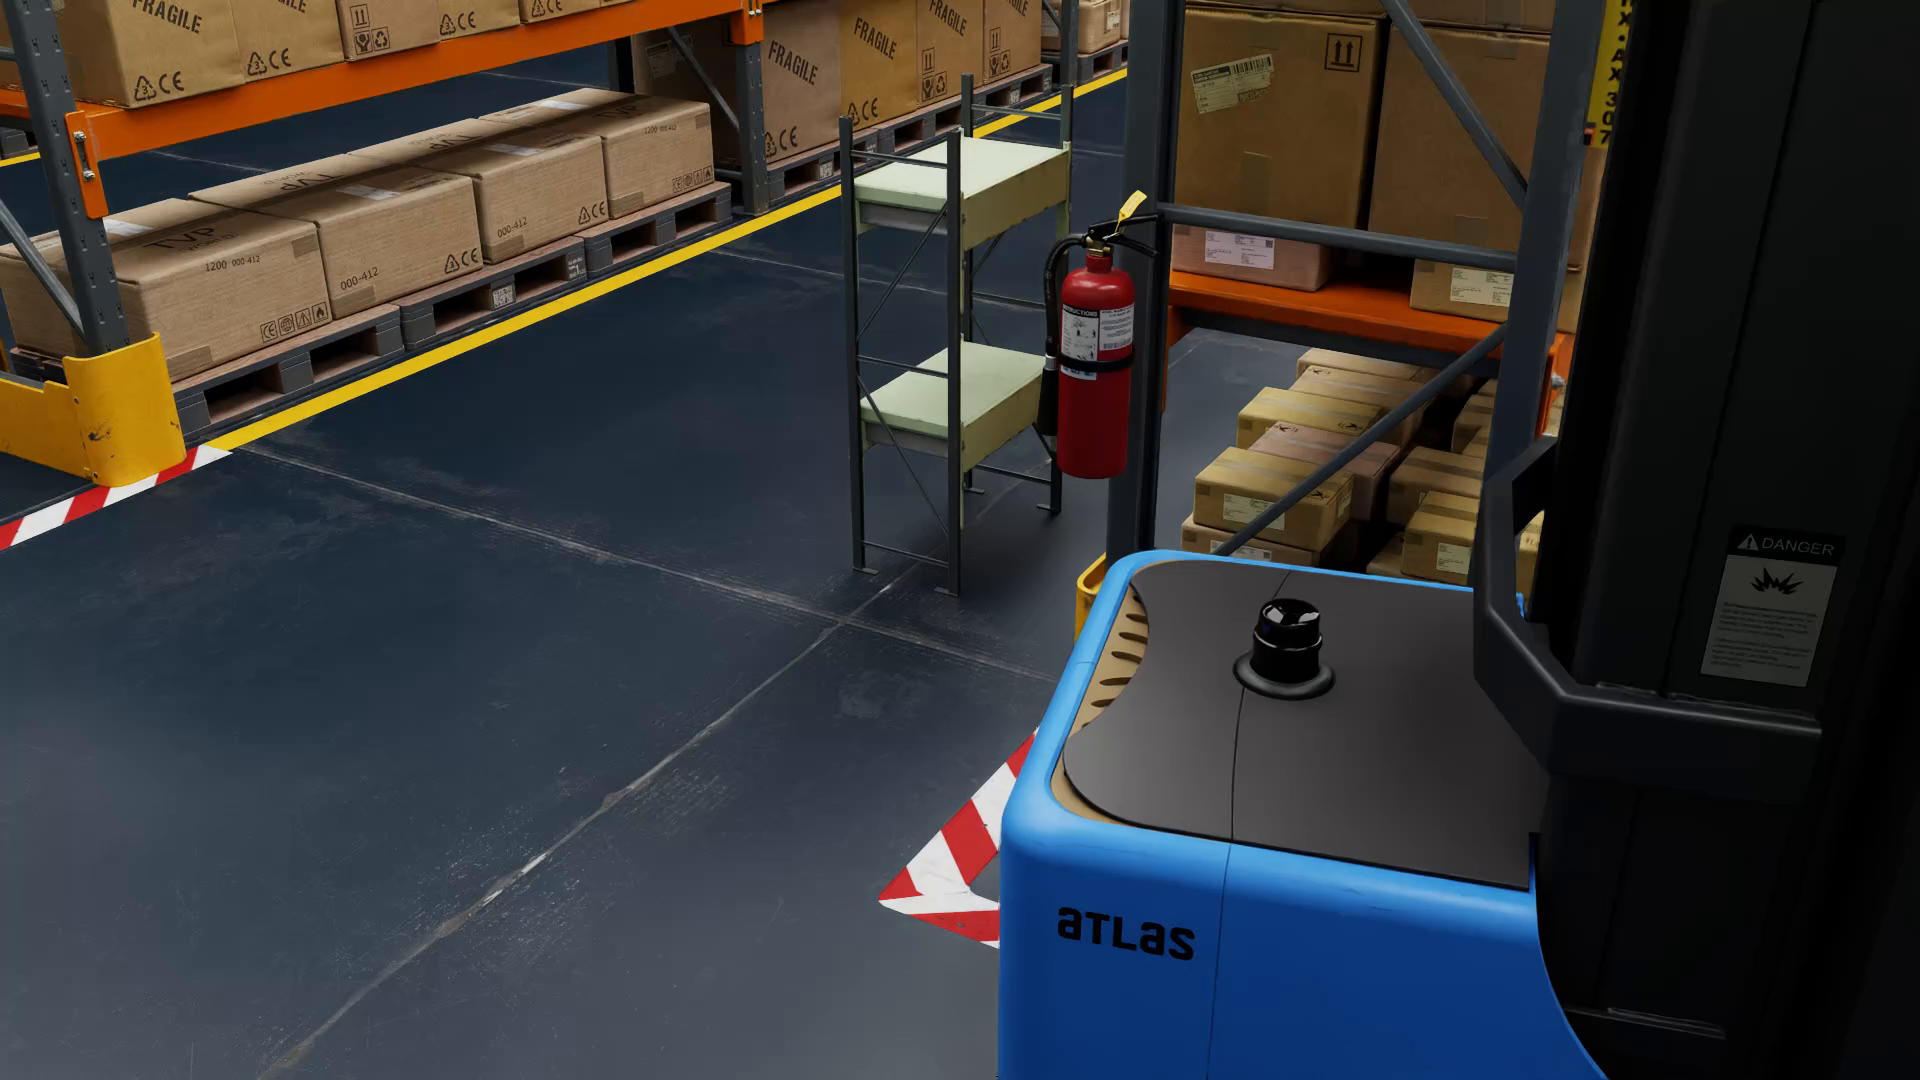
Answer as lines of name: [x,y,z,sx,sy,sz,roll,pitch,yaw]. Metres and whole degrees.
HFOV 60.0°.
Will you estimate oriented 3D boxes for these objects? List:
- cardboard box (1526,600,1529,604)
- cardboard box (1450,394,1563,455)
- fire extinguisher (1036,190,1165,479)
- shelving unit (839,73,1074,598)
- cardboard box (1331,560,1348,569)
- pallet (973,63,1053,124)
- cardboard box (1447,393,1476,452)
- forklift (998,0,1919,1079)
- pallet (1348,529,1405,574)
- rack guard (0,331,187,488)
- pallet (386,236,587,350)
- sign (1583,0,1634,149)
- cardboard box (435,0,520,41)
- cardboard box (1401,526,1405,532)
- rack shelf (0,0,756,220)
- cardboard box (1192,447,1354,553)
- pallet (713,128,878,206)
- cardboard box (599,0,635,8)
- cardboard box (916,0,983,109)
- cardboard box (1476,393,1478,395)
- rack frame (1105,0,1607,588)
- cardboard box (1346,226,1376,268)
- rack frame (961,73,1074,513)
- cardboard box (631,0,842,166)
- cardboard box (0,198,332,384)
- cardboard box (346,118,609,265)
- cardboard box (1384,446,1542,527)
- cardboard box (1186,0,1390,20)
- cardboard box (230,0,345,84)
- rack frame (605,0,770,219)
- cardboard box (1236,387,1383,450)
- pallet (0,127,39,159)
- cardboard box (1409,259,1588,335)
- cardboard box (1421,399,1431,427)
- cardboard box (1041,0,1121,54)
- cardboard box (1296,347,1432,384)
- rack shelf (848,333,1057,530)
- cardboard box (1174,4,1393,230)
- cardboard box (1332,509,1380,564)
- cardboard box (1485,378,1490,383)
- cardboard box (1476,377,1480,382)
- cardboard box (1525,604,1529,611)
cardboard box: [1.507,0.035,4.713,0.380,0.149,0.250,14,30,26]
cardboard box: [1.712,-0.304,5.058,0.380,0.149,0.250,13,29,24]
fire extinguisher: [0.317,-0.479,3.860,0.296,0.674,0.183,14,30,26]
shelving unit: [0.003,-0.673,5.419,0.431,1.500,0.755,14,30,26]
cardboard box: [0.958,0.036,5.042,0.380,0.149,0.250,15,30,28]
pallet: [-0.035,-3.308,12.123,1.003,0.211,1.213,14,30,26]
cardboard box: [1.686,-0.444,6.002,0.380,0.149,0.250,15,30,28]
forklift: [1.625,0.041,2.394,3.031,2.935,1.130,7,27,14]
pallet: [1.310,0.231,5.052,1.003,0.211,1.213,14,30,26]
rack guard: [-3.529,-0.601,6.392,1.175,0.500,0.348,14,30,26]
pallet: [-2.591,-1.283,8.078,1.003,0.211,1.213,14,30,26]
sign: [1.315,-0.945,3.320,0.100,0.325,0.005,14,30,26]
cardboard box: [-2.309,-2.493,7.267,0.500,0.500,0.500,15,30,28]
cardboard box: [1.273,-0.147,5.408,0.380,0.149,0.250,15,30,27]
rack shelf: [-2.533,-2.186,7.569,1.077,0.370,4.000,14,30,26]
cardboard box: [0.882,-0.118,4.687,0.380,0.149,0.250,15,30,27]
pallet: [-1.235,-2.357,10.223,1.003,0.211,1.213,14,30,26]
cardboard box: [-1.803,-2.893,8.066,0.500,0.500,0.500,13,30,25]
cardboard box: [-0.436,-3.486,11.267,0.875,0.875,0.875,15,30,27]
cardboard box: [1.917,-0.395,5.572,0.380,0.149,0.250,16,31,29]
rack frame: [0.842,-0.677,3.752,1.000,3.000,0.127,14,30,26]
cardboard box: [0.912,-0.843,4.363,0.380,0.149,0.250,14,30,26]
rack frame: [0.183,-0.816,5.704,0.400,1.500,0.023,14,30,26]
cardboard box: [-1.314,-2.784,9.864,0.875,0.875,0.875,15,30,28]
cardboard box: [-3.279,-1.049,6.888,0.875,0.438,0.875,13,29,24]
cardboard box: [-2.391,-1.759,8.306,0.875,0.438,0.875,13,29,25]
cardboard box: [1.427,-0.120,4.689,0.380,0.149,0.250,15,30,27]
cardboard box: [0.851,-1.535,3.905,0.500,0.500,0.500,14,30,25]
cardboard box: [-2.806,-2.100,6.482,0.500,0.500,0.500,14,30,25]
rack frame: [-1.549,-3.287,8.965,1.000,3.000,0.127,14,30,26]
cardboard box: [1.073,-0.333,5.114,0.380,0.149,0.250,13,30,25]
pallet: [-6.211,-2.864,11.236,1.003,0.211,1.213,14,30,26]
cardboard box: [1.287,-0.619,3.916,0.380,0.149,0.250,14,30,26]
cardboard box: [1.351,-0.399,5.580,0.380,0.149,0.250,15,30,27]
cardboard box: [0.705,-4.076,13.009,0.950,0.372,0.625,12,29,23]
cardboard box: [1.339,-0.536,5.522,0.380,0.149,0.250,15,30,28]
rack shelf: [0.003,-0.382,5.565,0.431,0.370,0.720,14,30,26]
cardboard box: [0.839,-1.087,4.126,0.500,0.500,0.500,15,30,27]
cardboard box: [1.029,-0.082,4.946,0.380,0.149,0.250,13,30,25]
cardboard box: [1.960,-0.643,6.400,0.380,0.149,0.250,13,29,24]
cardboard box: [1.748,-0.699,6.179,0.380,0.149,0.250,14,30,26]
cardboard box: [1.436,0.156,4.803,0.380,0.149,0.250,14,30,26]
